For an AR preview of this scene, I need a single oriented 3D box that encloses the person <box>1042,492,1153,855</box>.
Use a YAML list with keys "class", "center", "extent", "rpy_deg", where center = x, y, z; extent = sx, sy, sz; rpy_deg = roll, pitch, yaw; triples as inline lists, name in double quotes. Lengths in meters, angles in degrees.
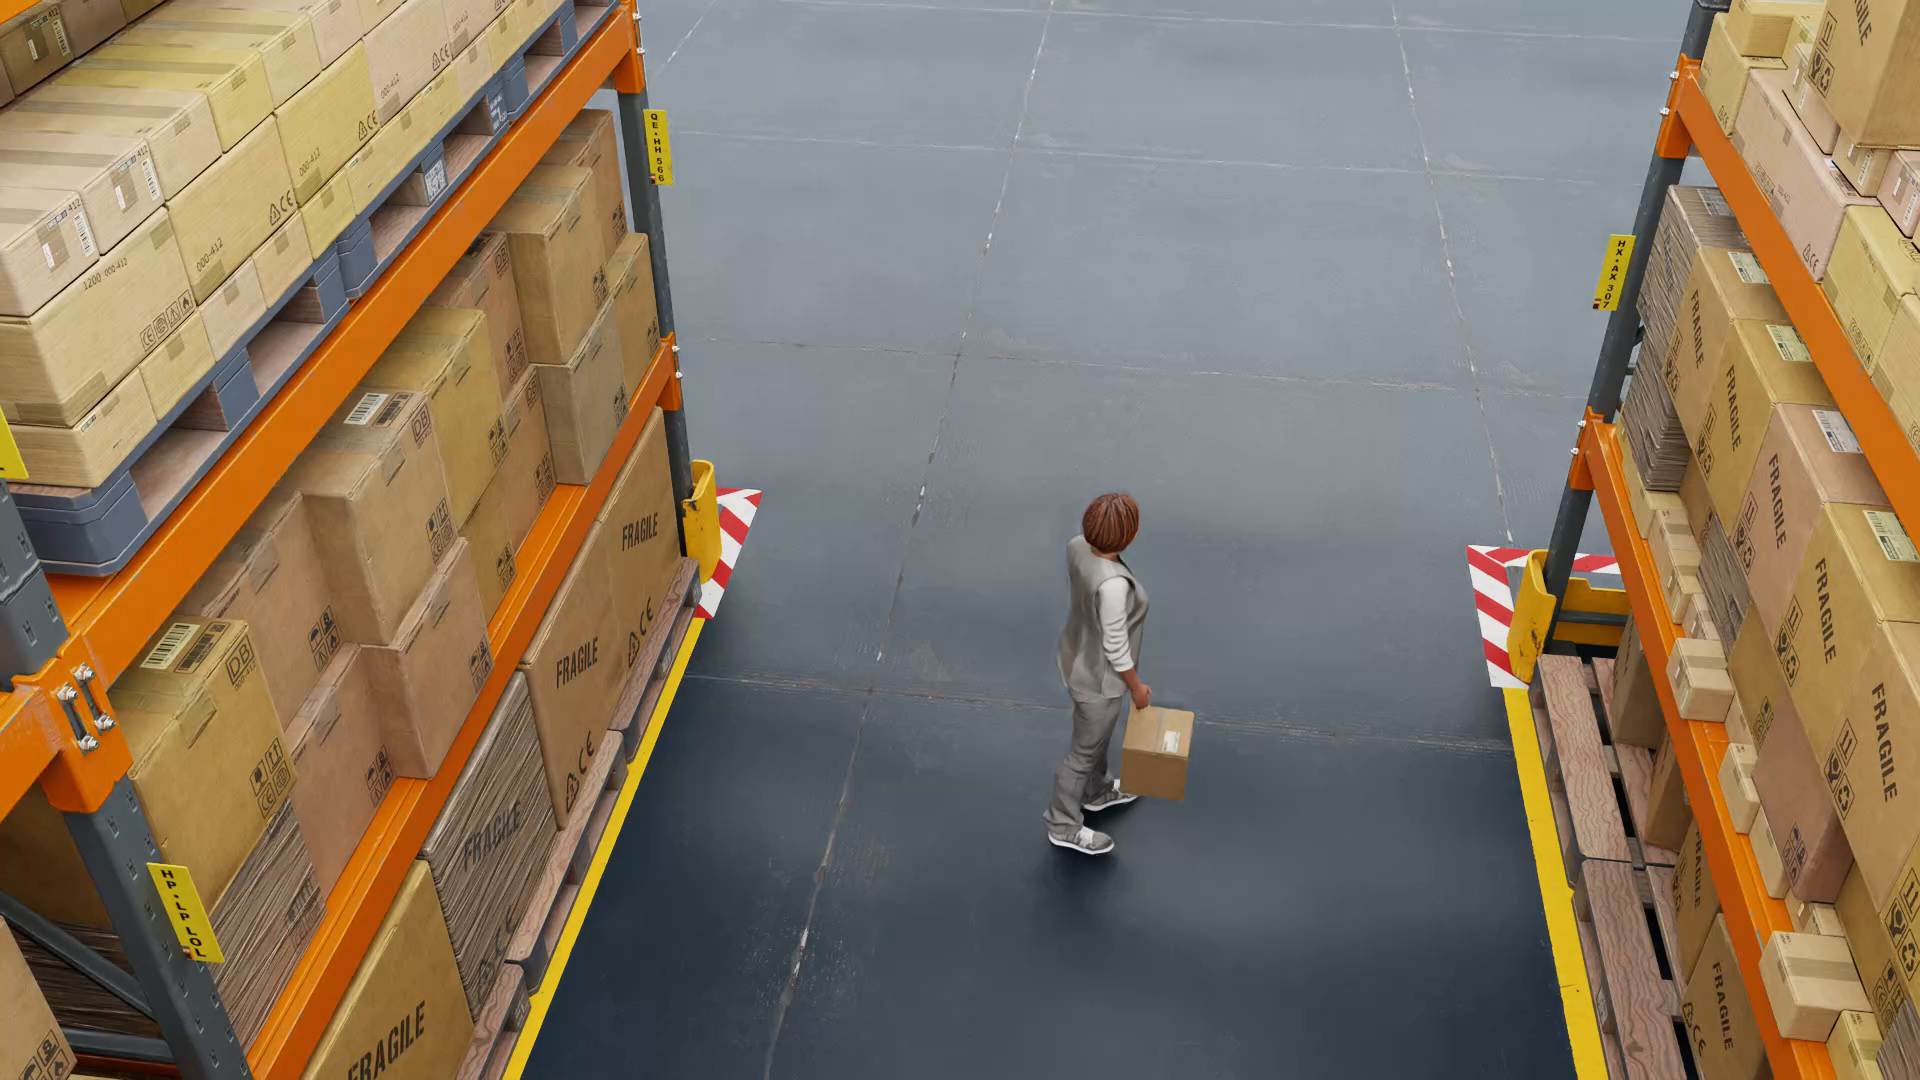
- class: "person"
  center: [0.560, 0.500, 6.365]
  extent: [0.449, 1.600, 0.439]
  rpy_deg: [-7, 37, -9]
